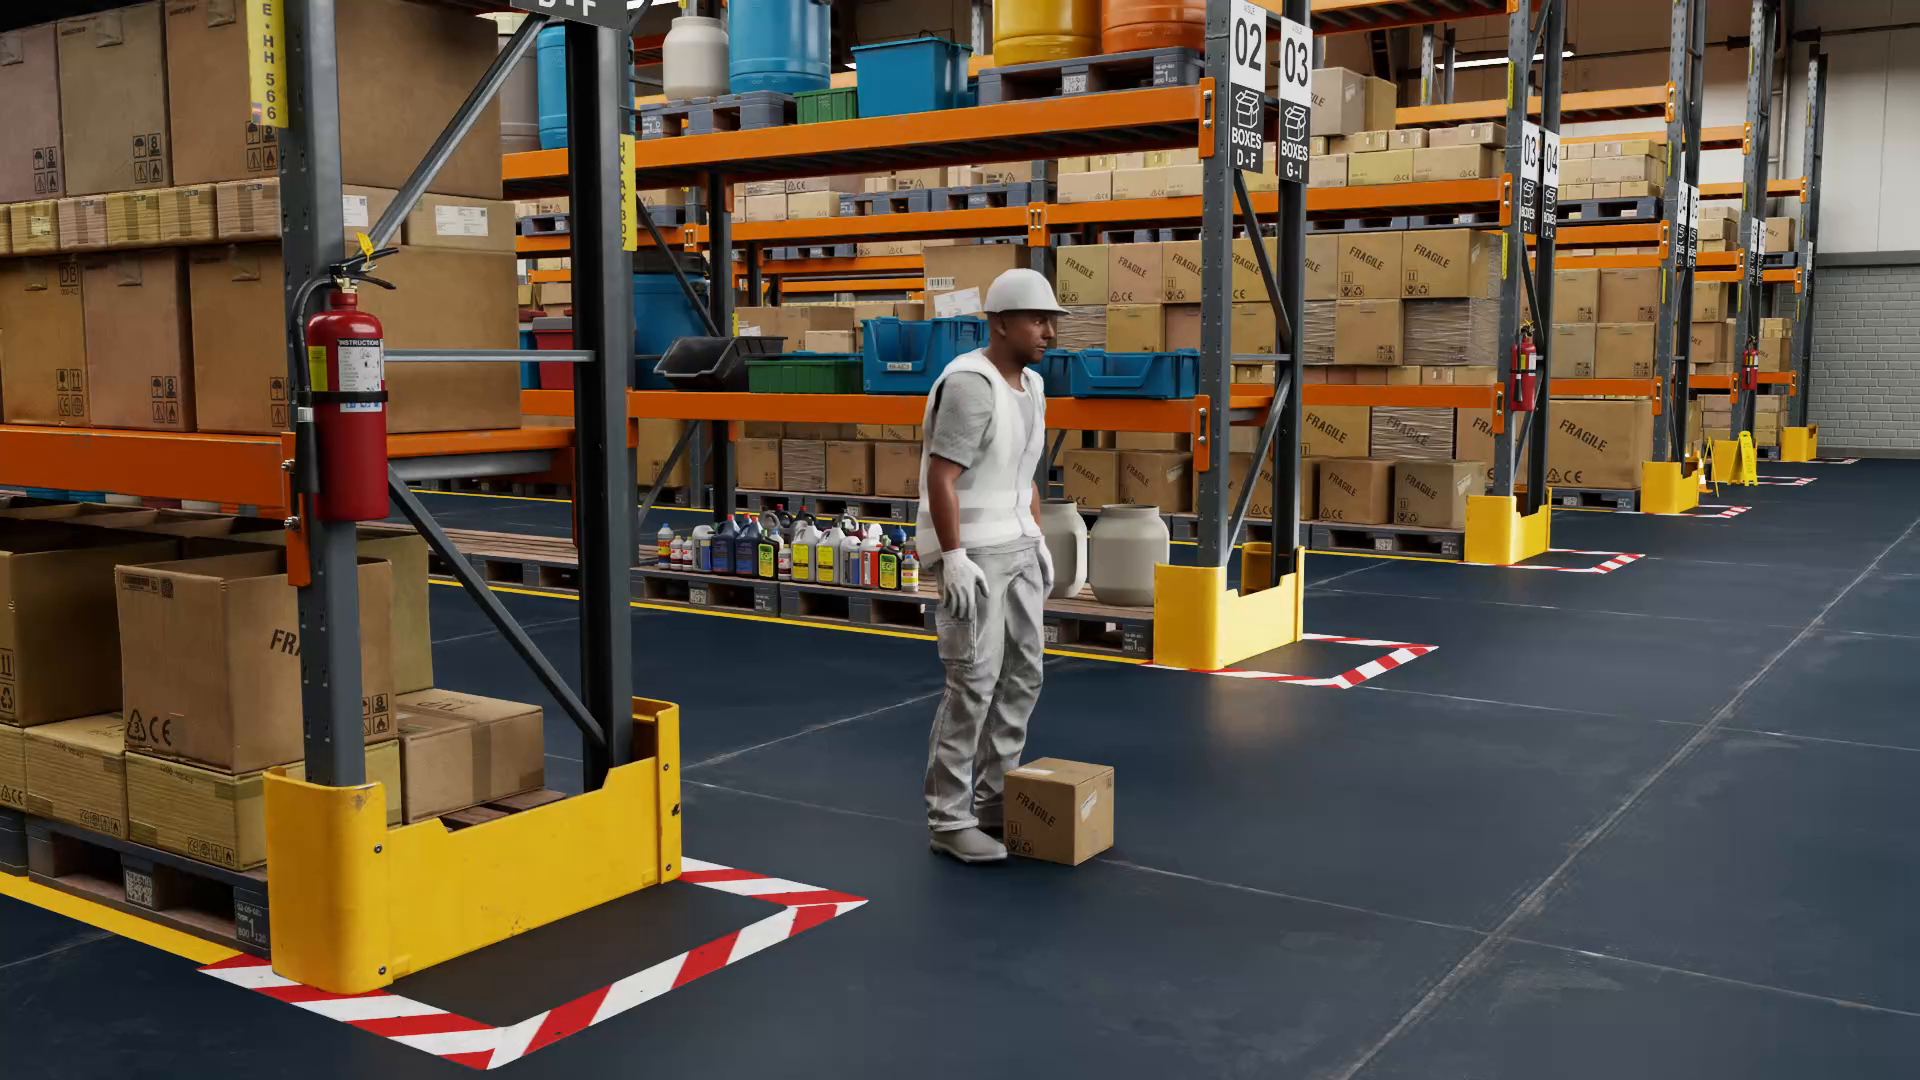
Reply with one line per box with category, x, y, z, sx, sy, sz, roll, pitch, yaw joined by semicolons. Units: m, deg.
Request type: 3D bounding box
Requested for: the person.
person;0.112;0.059;5.141;0.452;1.773;0.625;4;7;30
